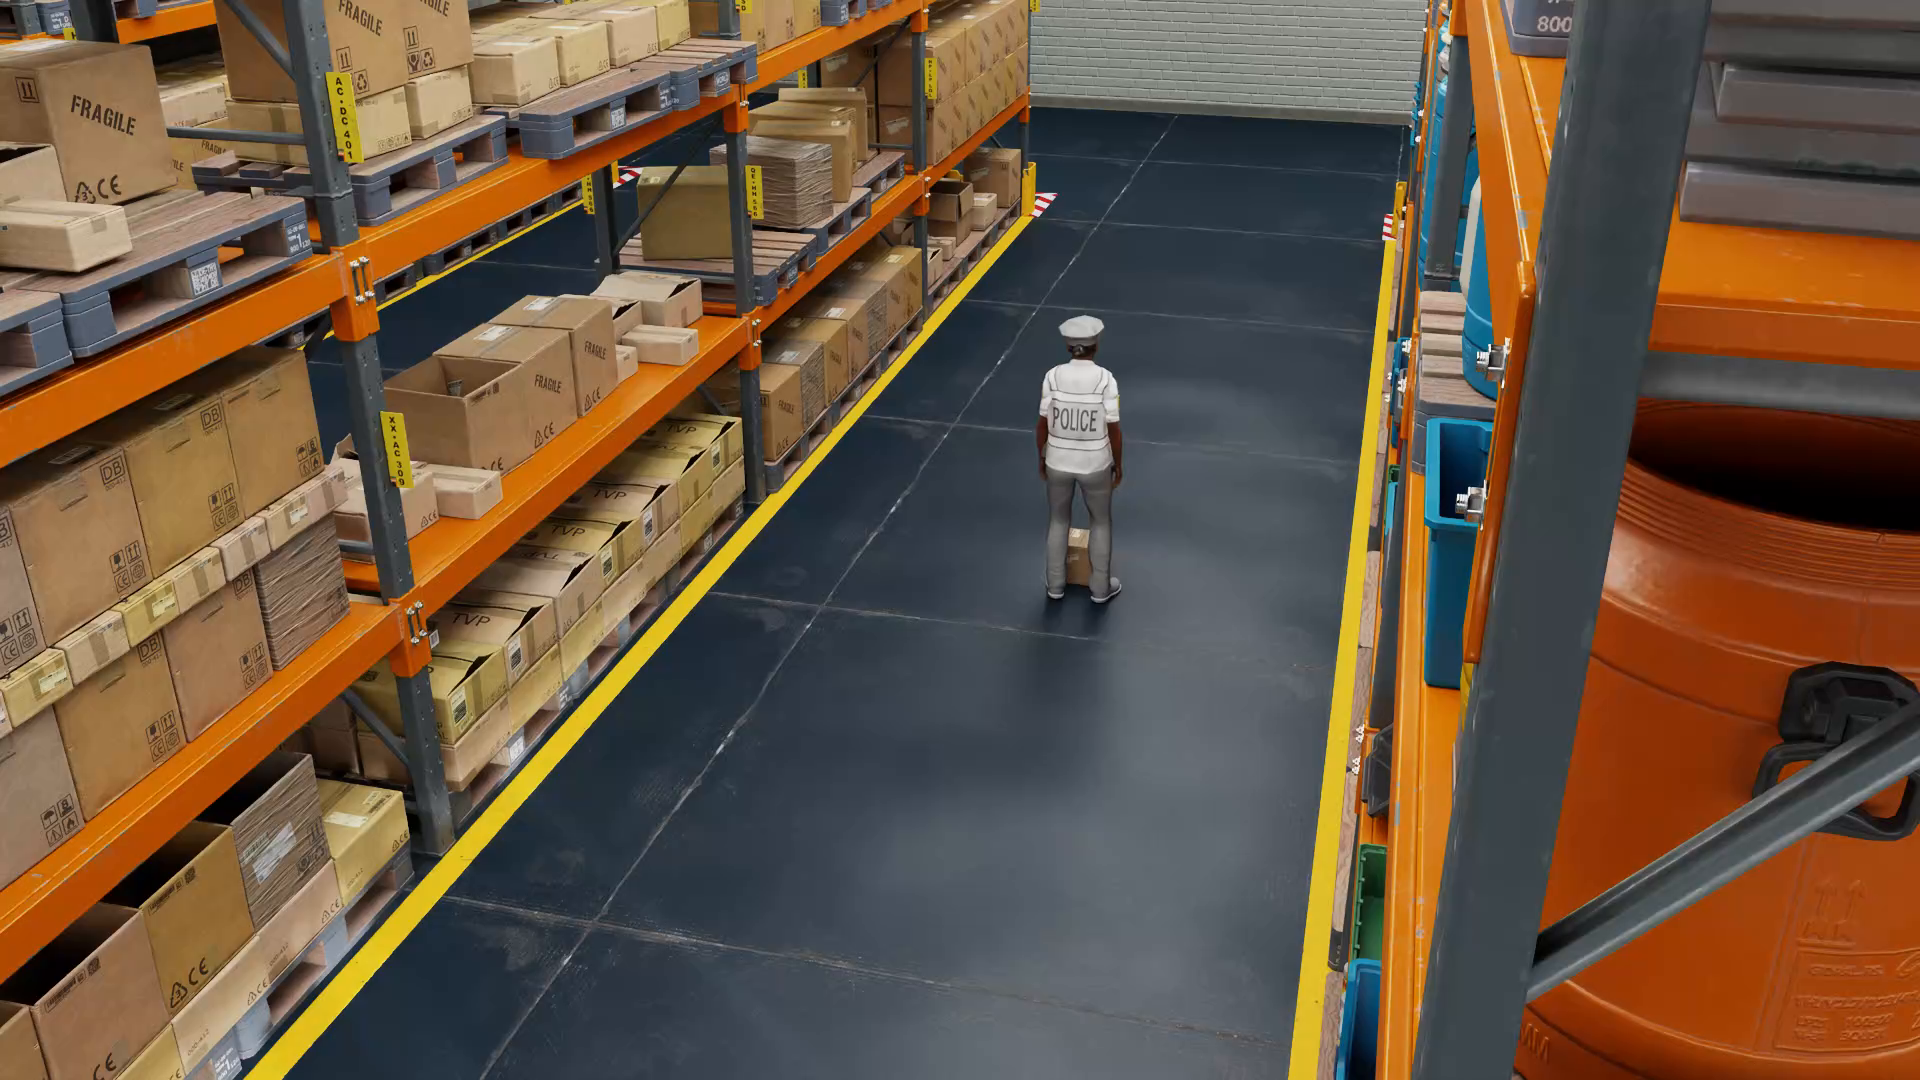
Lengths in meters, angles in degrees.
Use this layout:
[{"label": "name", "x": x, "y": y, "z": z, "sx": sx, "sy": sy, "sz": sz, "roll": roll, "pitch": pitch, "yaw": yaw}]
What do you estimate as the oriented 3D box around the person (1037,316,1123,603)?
[{"label": "person", "x": 0.689, "y": -0.434, "z": 9.520, "sx": 0.506, "sy": 1.660, "sz": 0.393, "roll": 7, "pitch": 26, "yaw": 13}]
